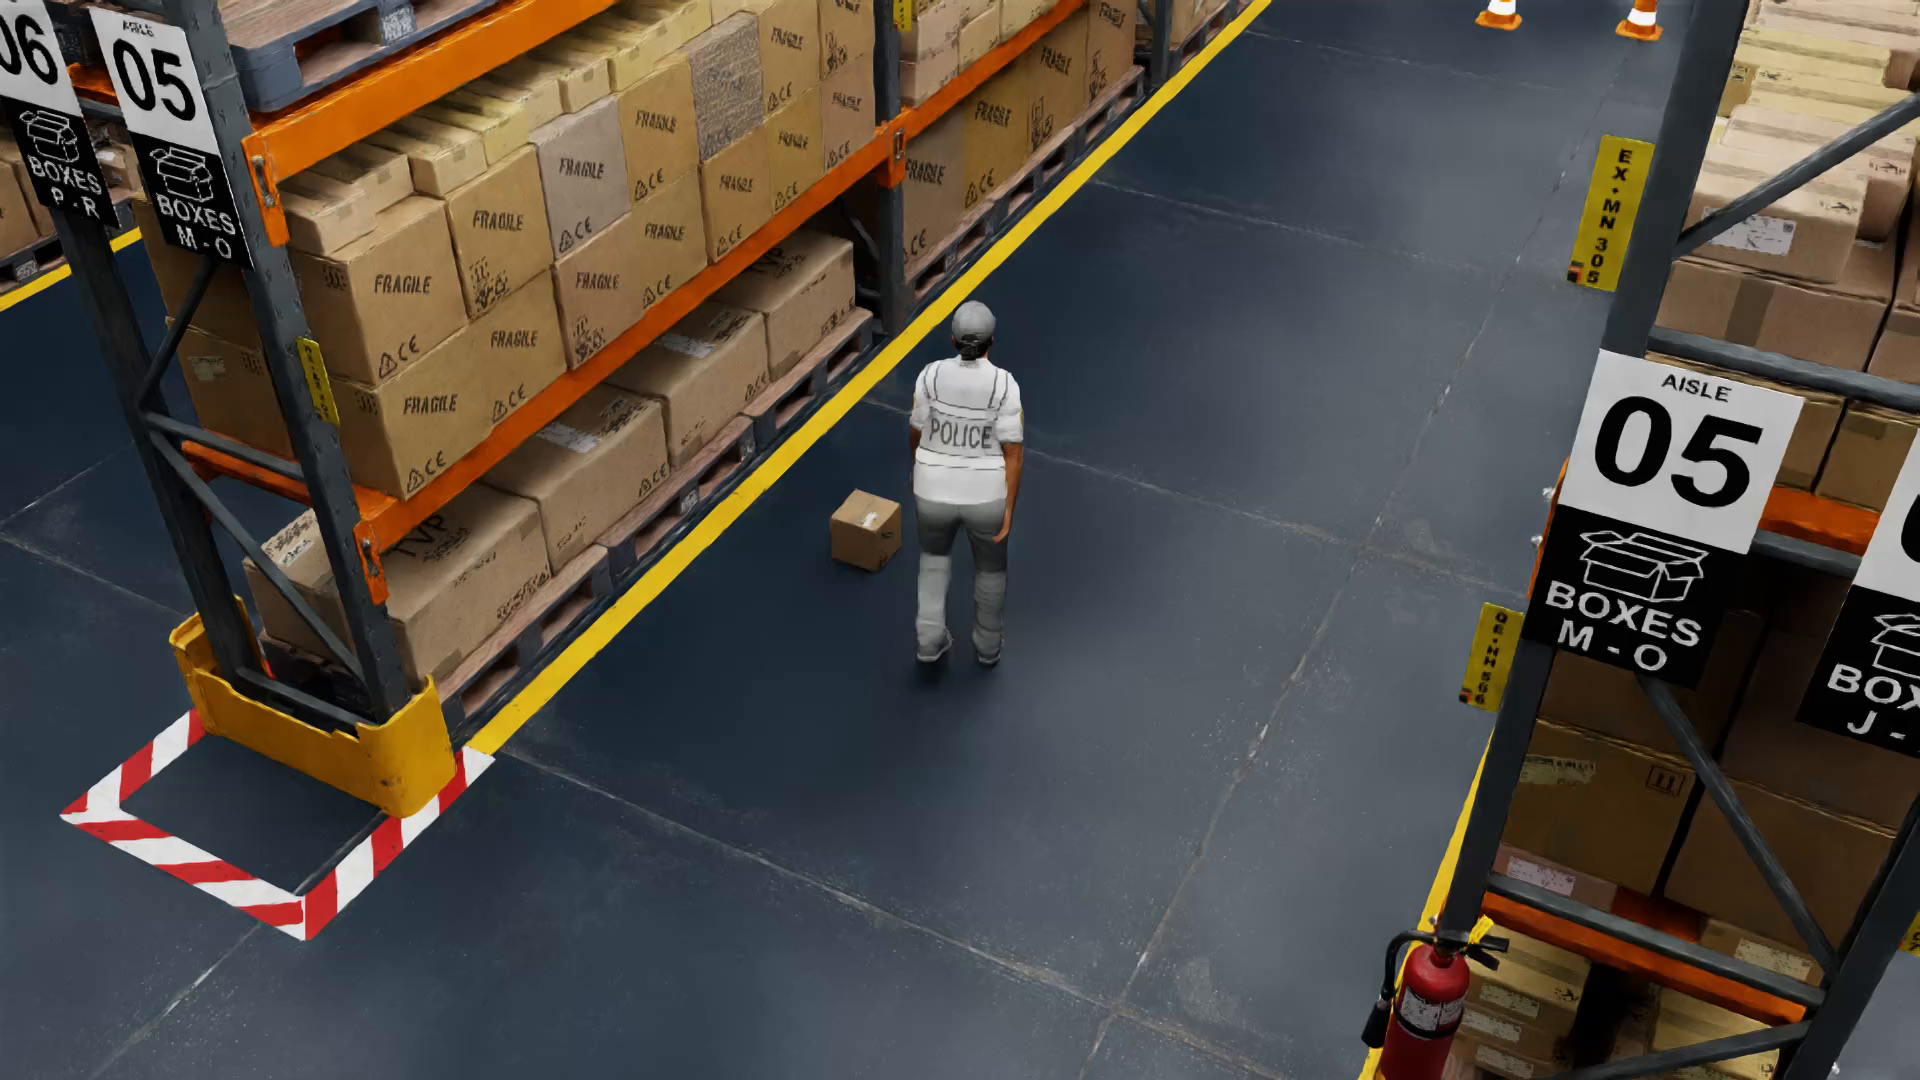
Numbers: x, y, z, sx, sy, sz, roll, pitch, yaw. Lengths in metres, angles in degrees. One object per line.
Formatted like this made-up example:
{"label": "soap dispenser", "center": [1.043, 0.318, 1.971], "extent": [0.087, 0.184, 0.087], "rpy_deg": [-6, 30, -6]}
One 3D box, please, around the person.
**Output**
{"label": "person", "center": [0.022, -0.192, 7.012], "extent": [0.485, 1.641, 0.682], "rpy_deg": [5, 38, 6]}
